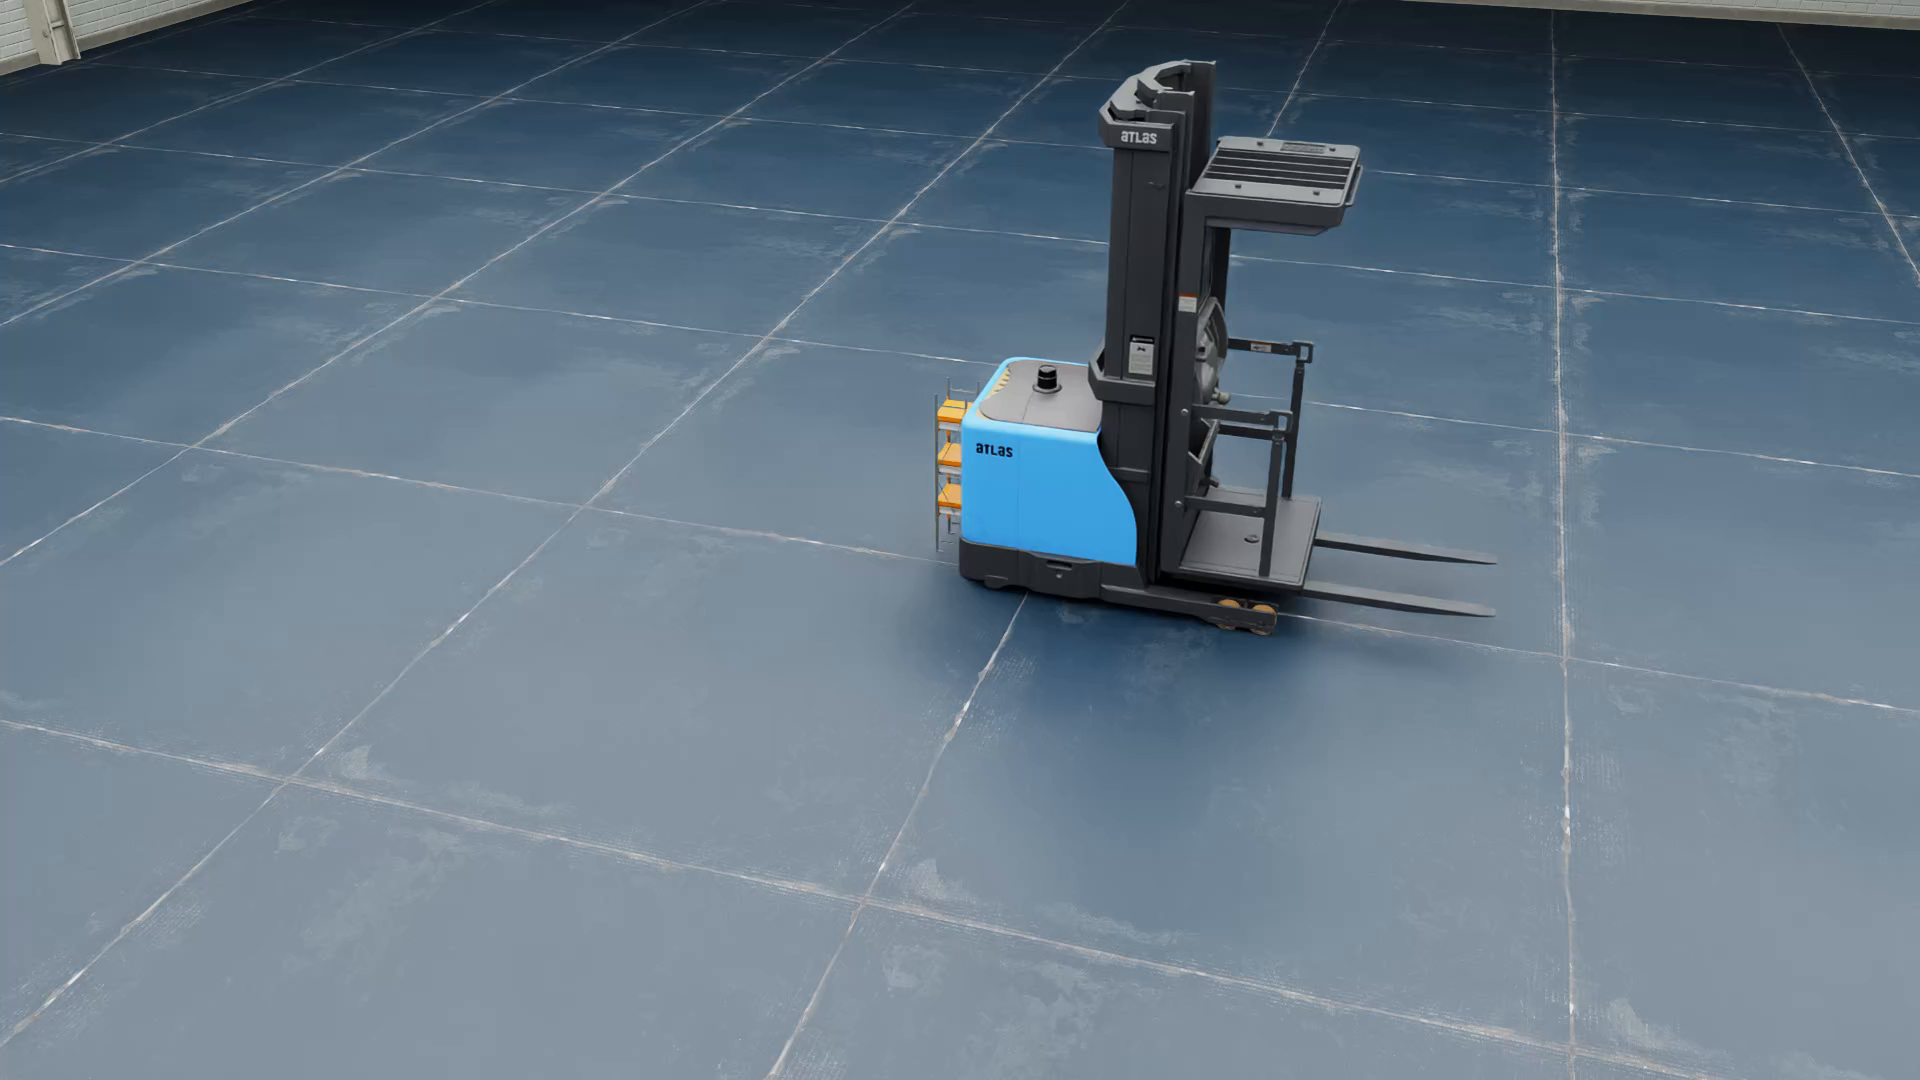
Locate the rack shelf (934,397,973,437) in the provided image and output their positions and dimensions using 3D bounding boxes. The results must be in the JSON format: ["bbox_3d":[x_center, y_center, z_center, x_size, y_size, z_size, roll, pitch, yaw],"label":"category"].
[{"bbox_3d":[-0.016,-0.673,9.852,0.215,0.259,0.240,8,30,15],"label":"rack shelf"}]

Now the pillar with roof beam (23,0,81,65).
[{"bbox_3d":[-7.432,-9.469,18.051,9.100,9.000,0.400,8,30,15],"label":"pillar with roof beam"}]

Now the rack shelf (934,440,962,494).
[{"bbox_3d":[-0.016,-0.425,9.990,0.215,0.259,0.240,8,30,15],"label":"rack shelf"}]

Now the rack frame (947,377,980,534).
[{"bbox_3d":[0.020,-0.491,10.087,0.200,1.050,0.008,8,30,15],"label":"rack frame"}]

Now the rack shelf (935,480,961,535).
[{"bbox_3d":[-0.016,-0.182,10.126,0.215,0.259,0.240,8,30,15],"label":"rack shelf"}]

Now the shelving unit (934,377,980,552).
[{"bbox_3d":[-0.016,-0.434,9.985,0.215,1.050,0.252,8,30,15],"label":"shelving unit"}]

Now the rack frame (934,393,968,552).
[{"bbox_3d":[-0.052,-0.377,9.883,0.200,1.050,0.008,8,30,15],"label":"rack frame"}]

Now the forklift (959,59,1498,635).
[{"bbox_3d":[1.570,-1.038,9.137,3.031,2.935,1.130,8,30,15],"label":"forklift"}]
